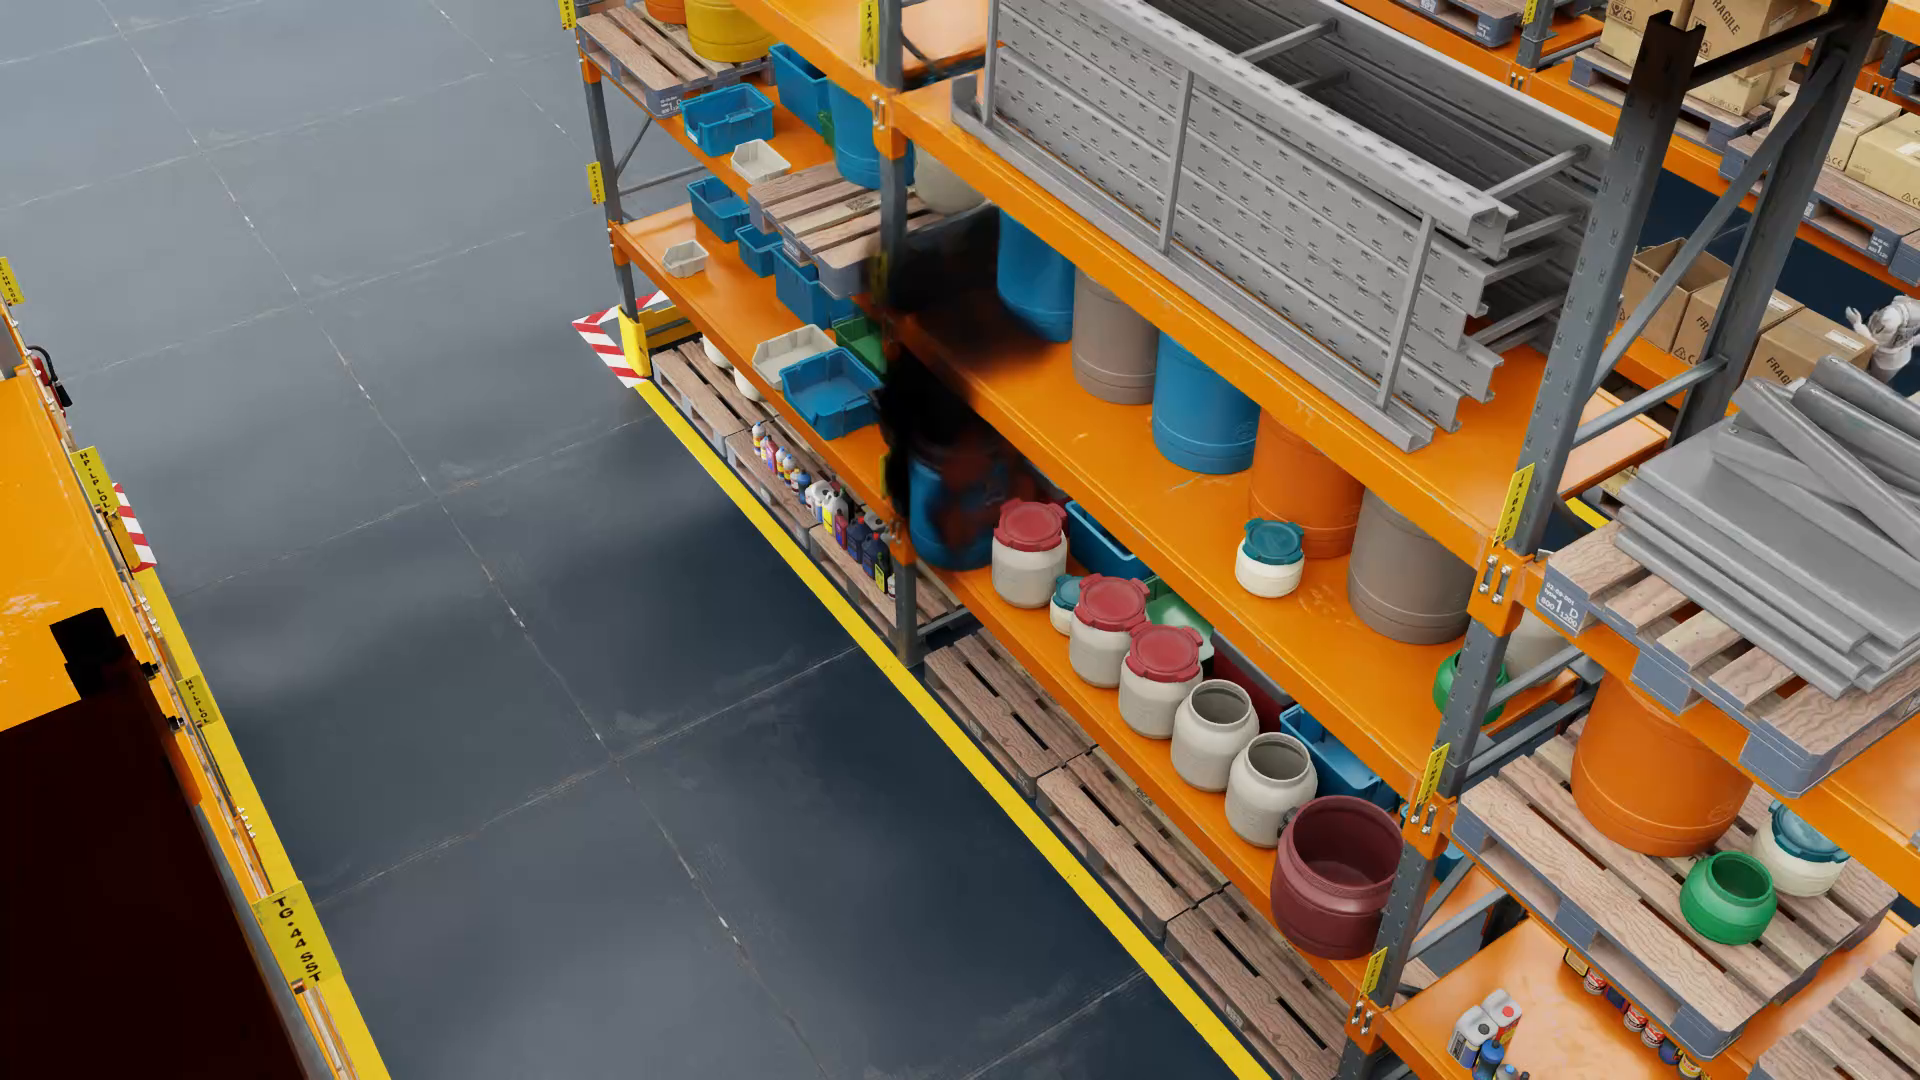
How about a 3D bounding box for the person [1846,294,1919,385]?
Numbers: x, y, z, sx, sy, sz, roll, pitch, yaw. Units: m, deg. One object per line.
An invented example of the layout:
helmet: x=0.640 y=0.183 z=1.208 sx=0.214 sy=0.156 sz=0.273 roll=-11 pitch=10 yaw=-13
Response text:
person: x=6.567 y=-1.262 z=11.892 sx=0.592 sy=1.736 sz=0.677 roll=-27 pitch=49 yaw=-26
